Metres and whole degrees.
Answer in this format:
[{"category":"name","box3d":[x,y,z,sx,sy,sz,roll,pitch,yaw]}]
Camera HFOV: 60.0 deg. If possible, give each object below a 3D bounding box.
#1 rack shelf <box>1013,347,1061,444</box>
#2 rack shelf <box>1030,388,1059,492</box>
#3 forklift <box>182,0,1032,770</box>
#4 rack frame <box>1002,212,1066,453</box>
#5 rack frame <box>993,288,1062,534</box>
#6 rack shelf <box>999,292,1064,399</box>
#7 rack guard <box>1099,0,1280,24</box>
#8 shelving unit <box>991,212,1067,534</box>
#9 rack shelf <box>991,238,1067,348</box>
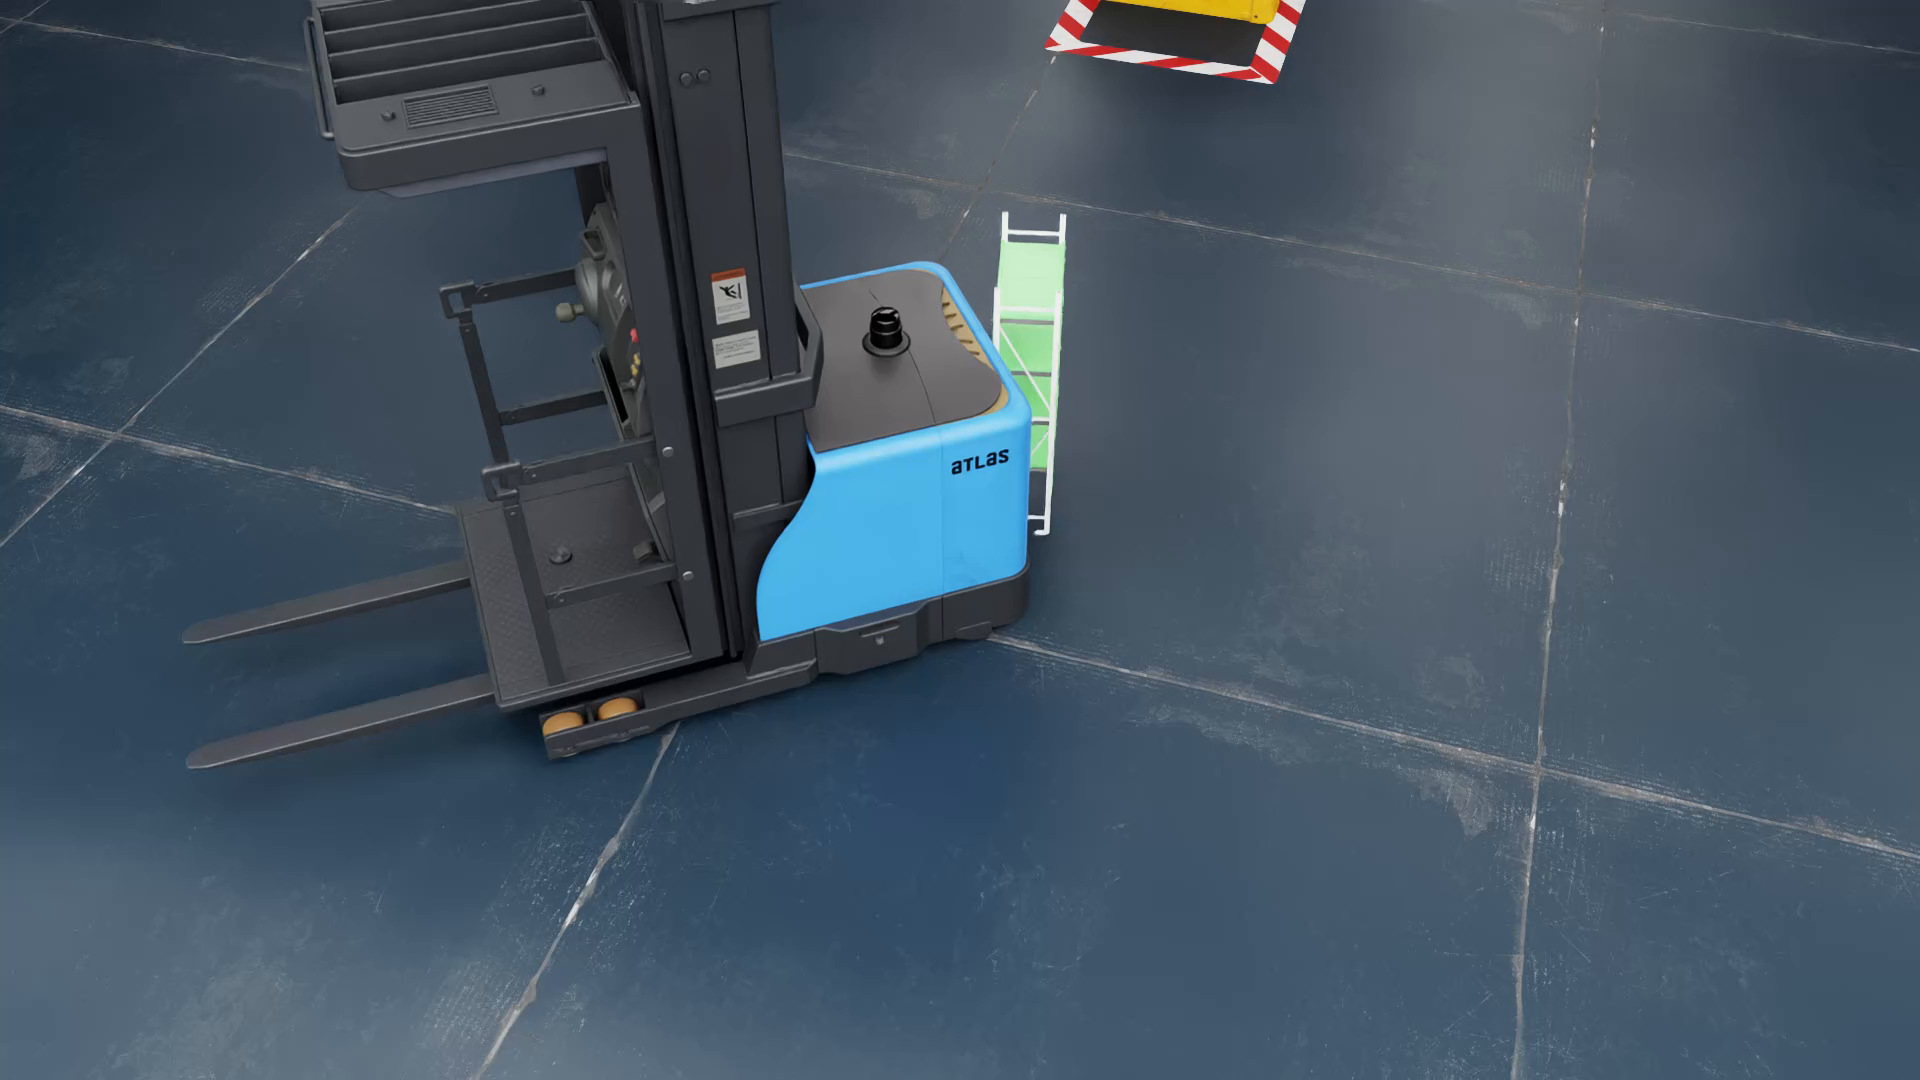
[{"category":"rack shelf","box3d":[0.262,-0.588,6.584,0.258,0.148,0.480,3,44,3]},{"category":"rack shelf","box3d":[0.262,-0.417,6.752,0.258,0.148,0.480,3,44,3]},{"category":"forklift","box3d":[-1.310,-0.691,5.361,3.031,2.935,1.130,-14,46,-14]},{"category":"rack frame","box3d":[0.281,-0.804,6.714,0.240,1.200,0.015,3,44,3]},{"category":"rack frame","box3d":[0.243,-0.464,6.366,0.240,1.200,0.015,3,44,3]},{"category":"rack shelf","box3d":[0.262,-0.760,6.417,0.258,0.148,0.480,3,44,3]},{"category":"rack guard","box3d":[1.341,-3.473,9.942,1.175,0.500,0.348,13,46,13]},{"category":"shelving unit","box3d":[0.262,-0.634,6.540,0.258,1.200,0.503,3,44,3]},{"category":"rack shelf","box3d":[0.262,-0.931,6.249,0.258,0.148,0.480,3,44,3]}]
